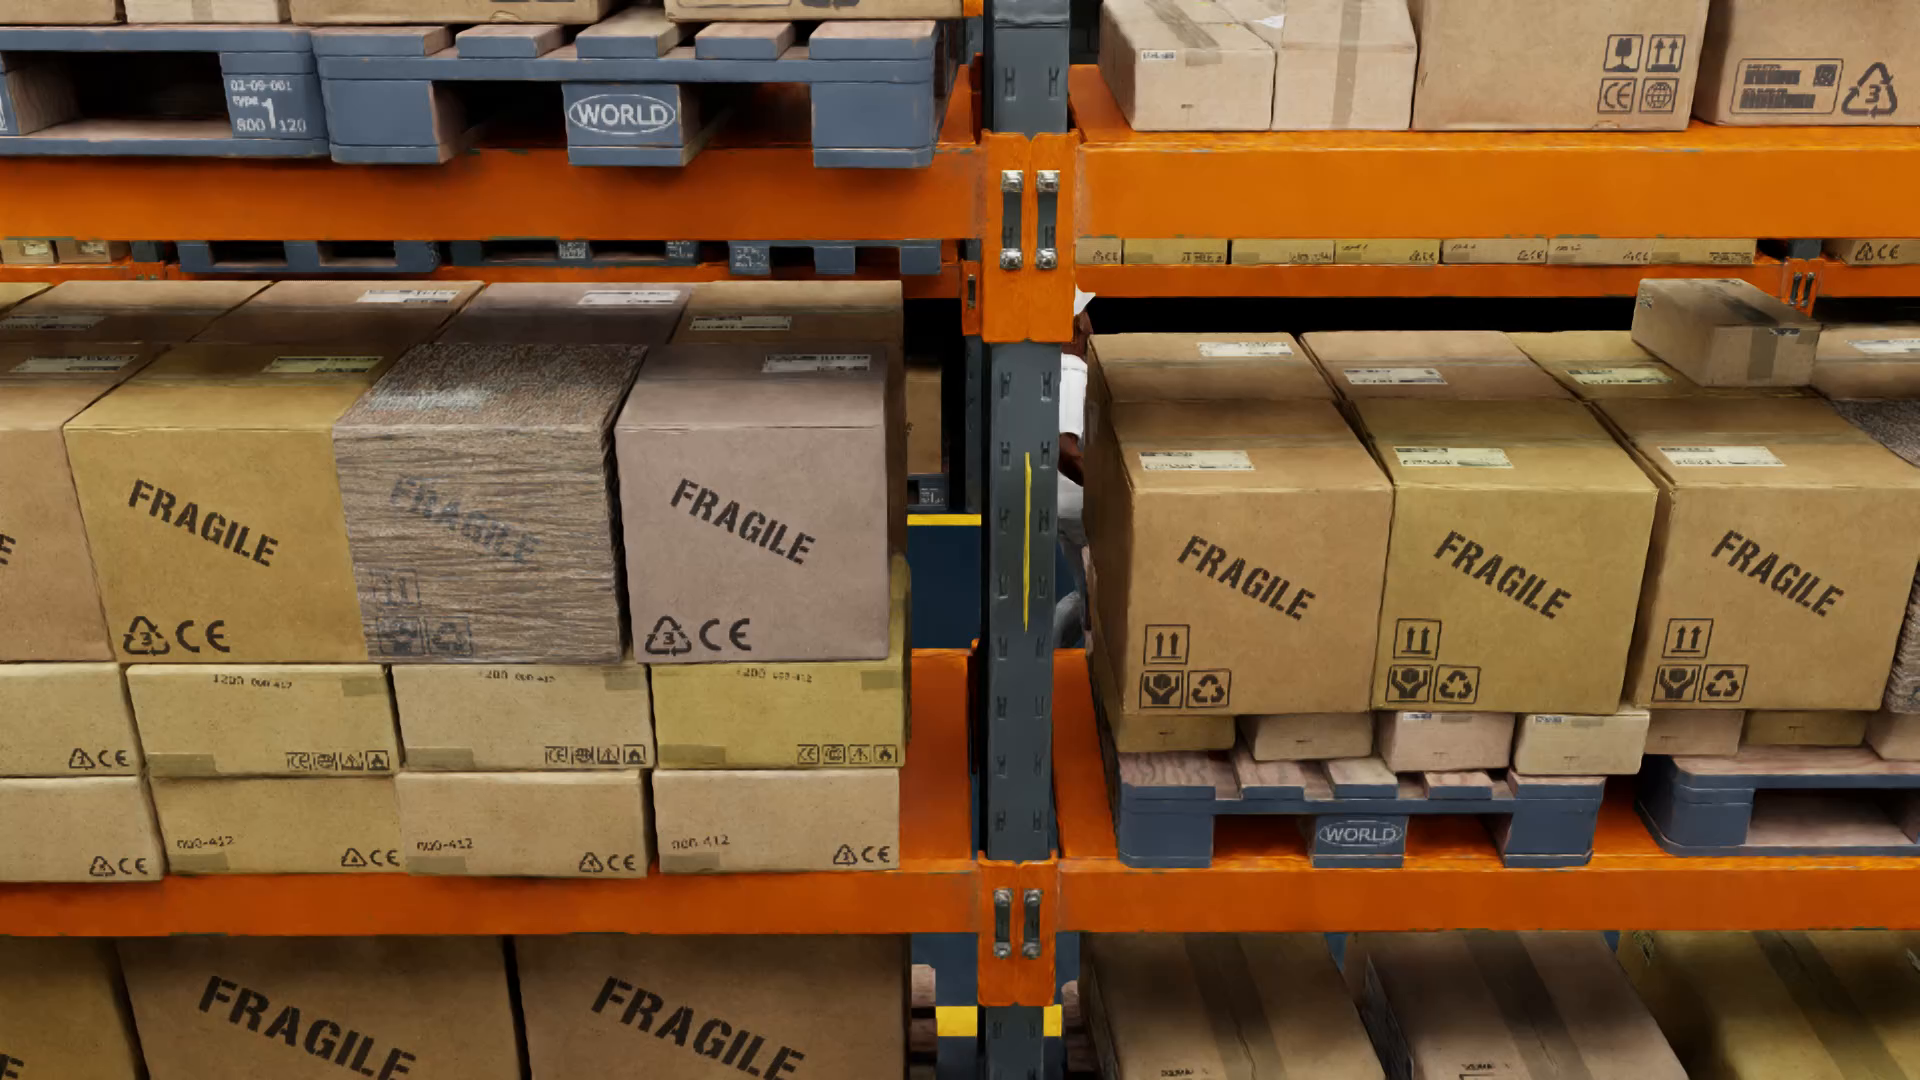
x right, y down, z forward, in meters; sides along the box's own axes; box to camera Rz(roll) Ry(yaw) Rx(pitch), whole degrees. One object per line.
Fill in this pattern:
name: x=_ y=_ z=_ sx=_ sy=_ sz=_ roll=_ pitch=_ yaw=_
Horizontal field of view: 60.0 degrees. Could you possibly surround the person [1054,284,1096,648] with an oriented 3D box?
person: x=0.497 y=-0.155 z=6.422 sx=0.767 sy=1.721 sz=0.720 roll=-8 pitch=25 yaw=-17
